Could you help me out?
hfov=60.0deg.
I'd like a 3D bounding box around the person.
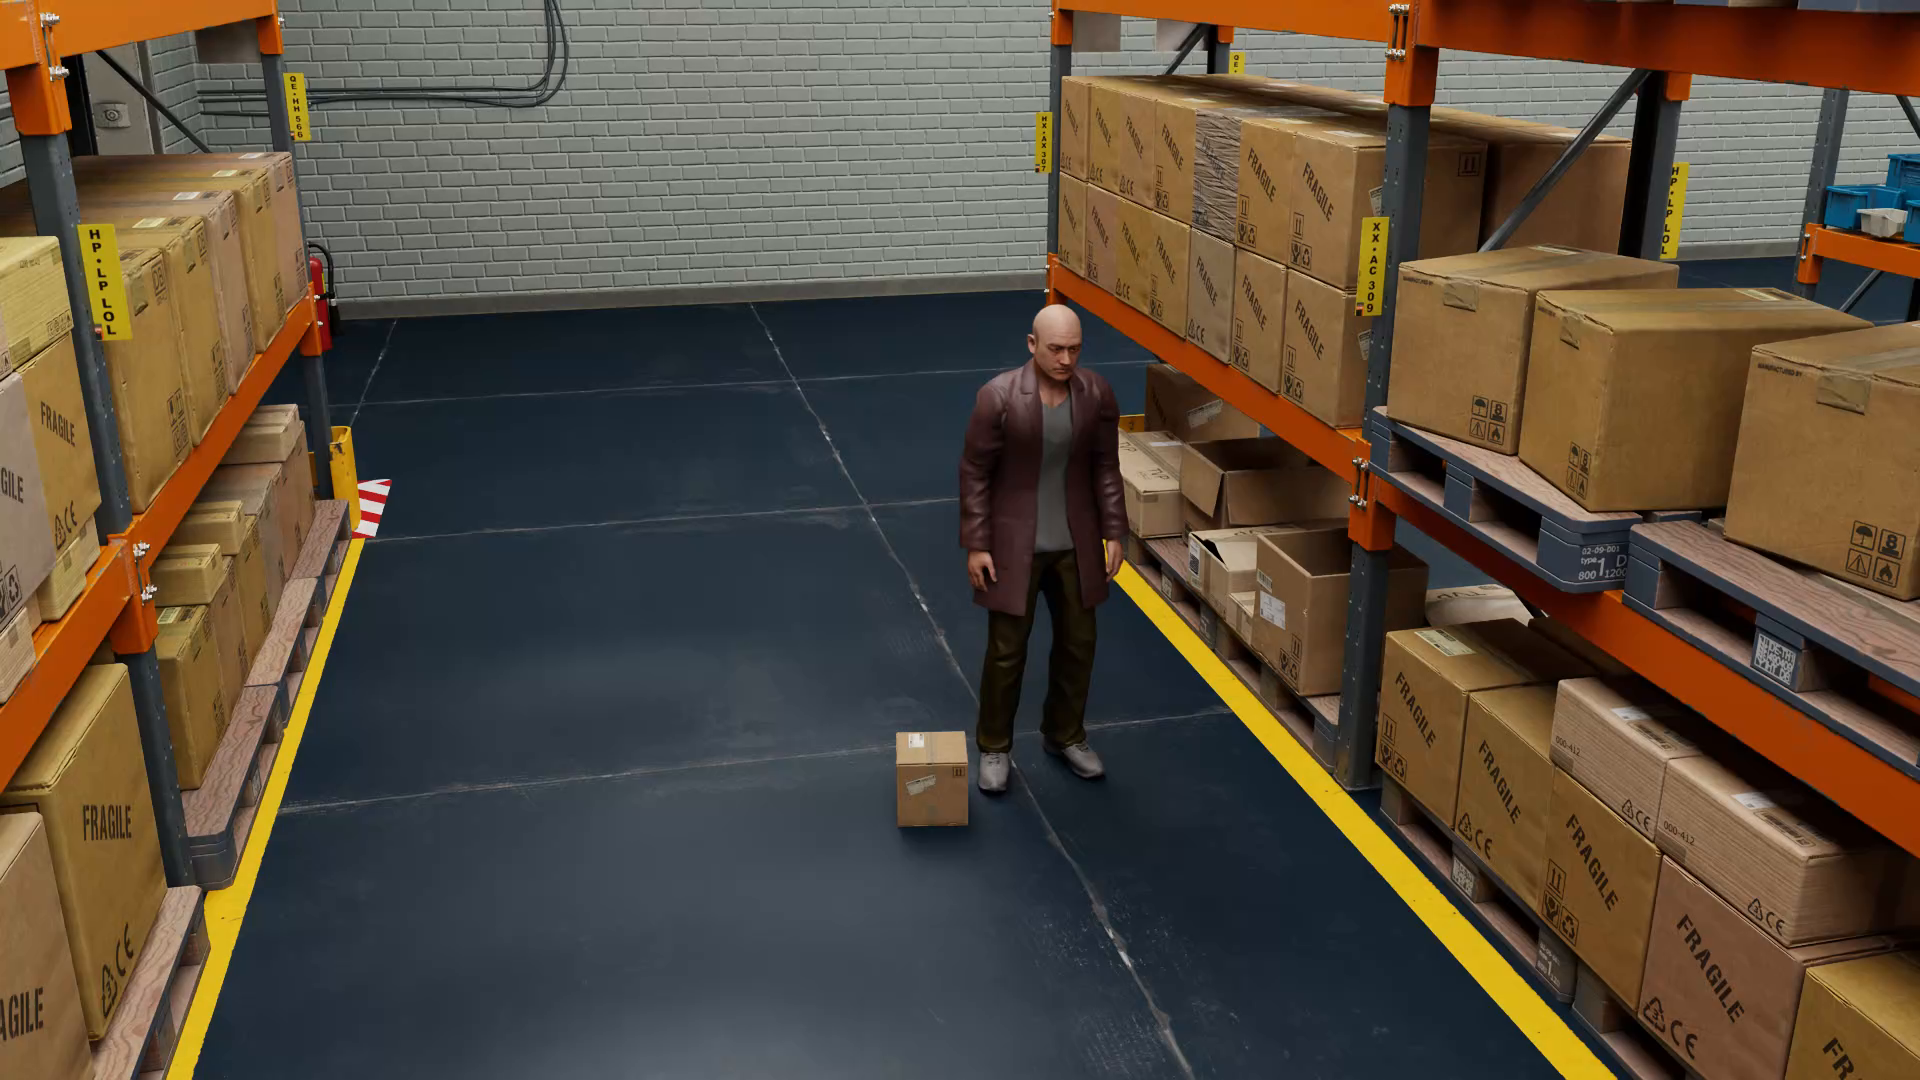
[{"bbox_3d":[0.305,0.019,6.038,0.644,1.774,0.428,-5,20,-15],"label":"person"}]
